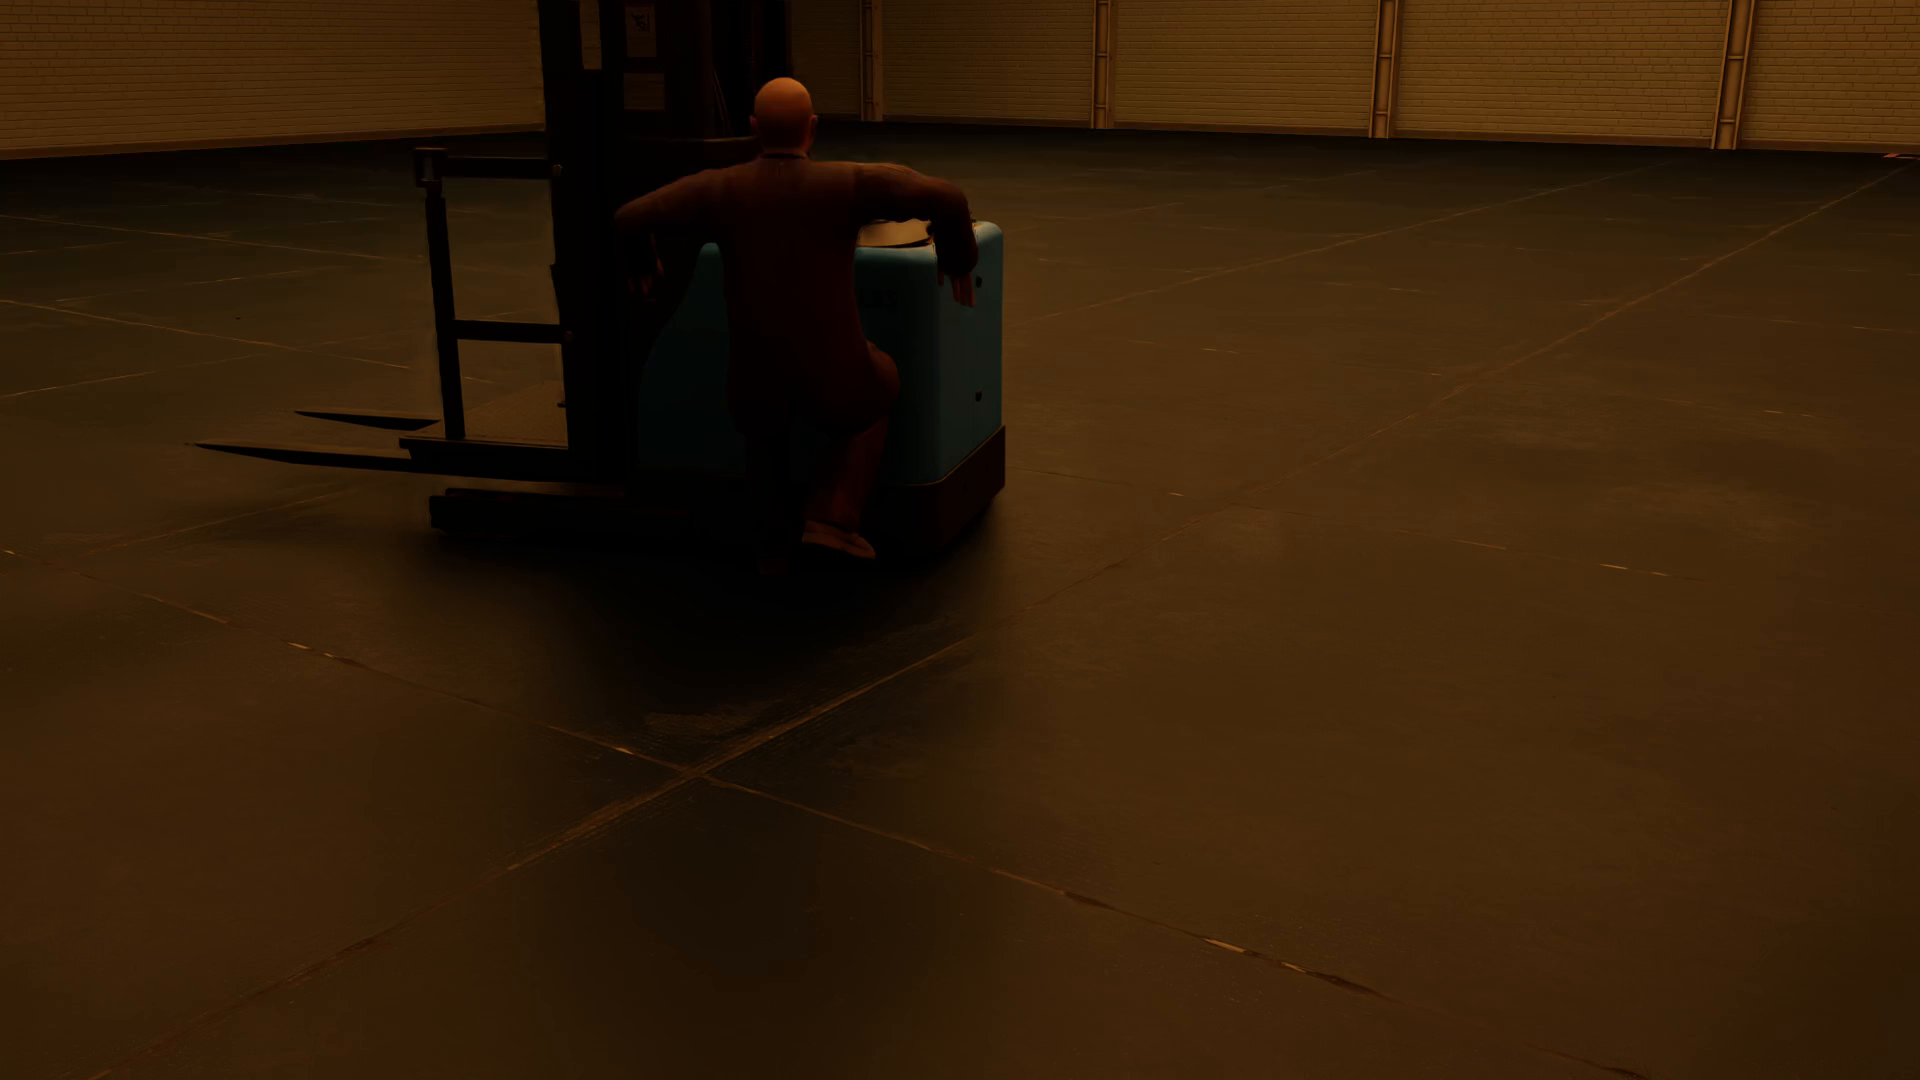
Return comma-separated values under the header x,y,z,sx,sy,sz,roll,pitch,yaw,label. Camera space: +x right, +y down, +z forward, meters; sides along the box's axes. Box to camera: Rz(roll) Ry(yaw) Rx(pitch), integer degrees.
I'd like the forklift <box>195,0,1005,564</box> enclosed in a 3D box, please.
x,y,z,sx,sy,sz,roll,pitch,yaw,label
-1.403,-1.538,5.976,3.031,2.935,1.130,4,17,15,forklift

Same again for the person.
x,y,z,sx,sy,sz,roll,pitch,yaw,label
-0.494,-0.627,5.239,1.125,1.612,0.854,2,17,8,person
